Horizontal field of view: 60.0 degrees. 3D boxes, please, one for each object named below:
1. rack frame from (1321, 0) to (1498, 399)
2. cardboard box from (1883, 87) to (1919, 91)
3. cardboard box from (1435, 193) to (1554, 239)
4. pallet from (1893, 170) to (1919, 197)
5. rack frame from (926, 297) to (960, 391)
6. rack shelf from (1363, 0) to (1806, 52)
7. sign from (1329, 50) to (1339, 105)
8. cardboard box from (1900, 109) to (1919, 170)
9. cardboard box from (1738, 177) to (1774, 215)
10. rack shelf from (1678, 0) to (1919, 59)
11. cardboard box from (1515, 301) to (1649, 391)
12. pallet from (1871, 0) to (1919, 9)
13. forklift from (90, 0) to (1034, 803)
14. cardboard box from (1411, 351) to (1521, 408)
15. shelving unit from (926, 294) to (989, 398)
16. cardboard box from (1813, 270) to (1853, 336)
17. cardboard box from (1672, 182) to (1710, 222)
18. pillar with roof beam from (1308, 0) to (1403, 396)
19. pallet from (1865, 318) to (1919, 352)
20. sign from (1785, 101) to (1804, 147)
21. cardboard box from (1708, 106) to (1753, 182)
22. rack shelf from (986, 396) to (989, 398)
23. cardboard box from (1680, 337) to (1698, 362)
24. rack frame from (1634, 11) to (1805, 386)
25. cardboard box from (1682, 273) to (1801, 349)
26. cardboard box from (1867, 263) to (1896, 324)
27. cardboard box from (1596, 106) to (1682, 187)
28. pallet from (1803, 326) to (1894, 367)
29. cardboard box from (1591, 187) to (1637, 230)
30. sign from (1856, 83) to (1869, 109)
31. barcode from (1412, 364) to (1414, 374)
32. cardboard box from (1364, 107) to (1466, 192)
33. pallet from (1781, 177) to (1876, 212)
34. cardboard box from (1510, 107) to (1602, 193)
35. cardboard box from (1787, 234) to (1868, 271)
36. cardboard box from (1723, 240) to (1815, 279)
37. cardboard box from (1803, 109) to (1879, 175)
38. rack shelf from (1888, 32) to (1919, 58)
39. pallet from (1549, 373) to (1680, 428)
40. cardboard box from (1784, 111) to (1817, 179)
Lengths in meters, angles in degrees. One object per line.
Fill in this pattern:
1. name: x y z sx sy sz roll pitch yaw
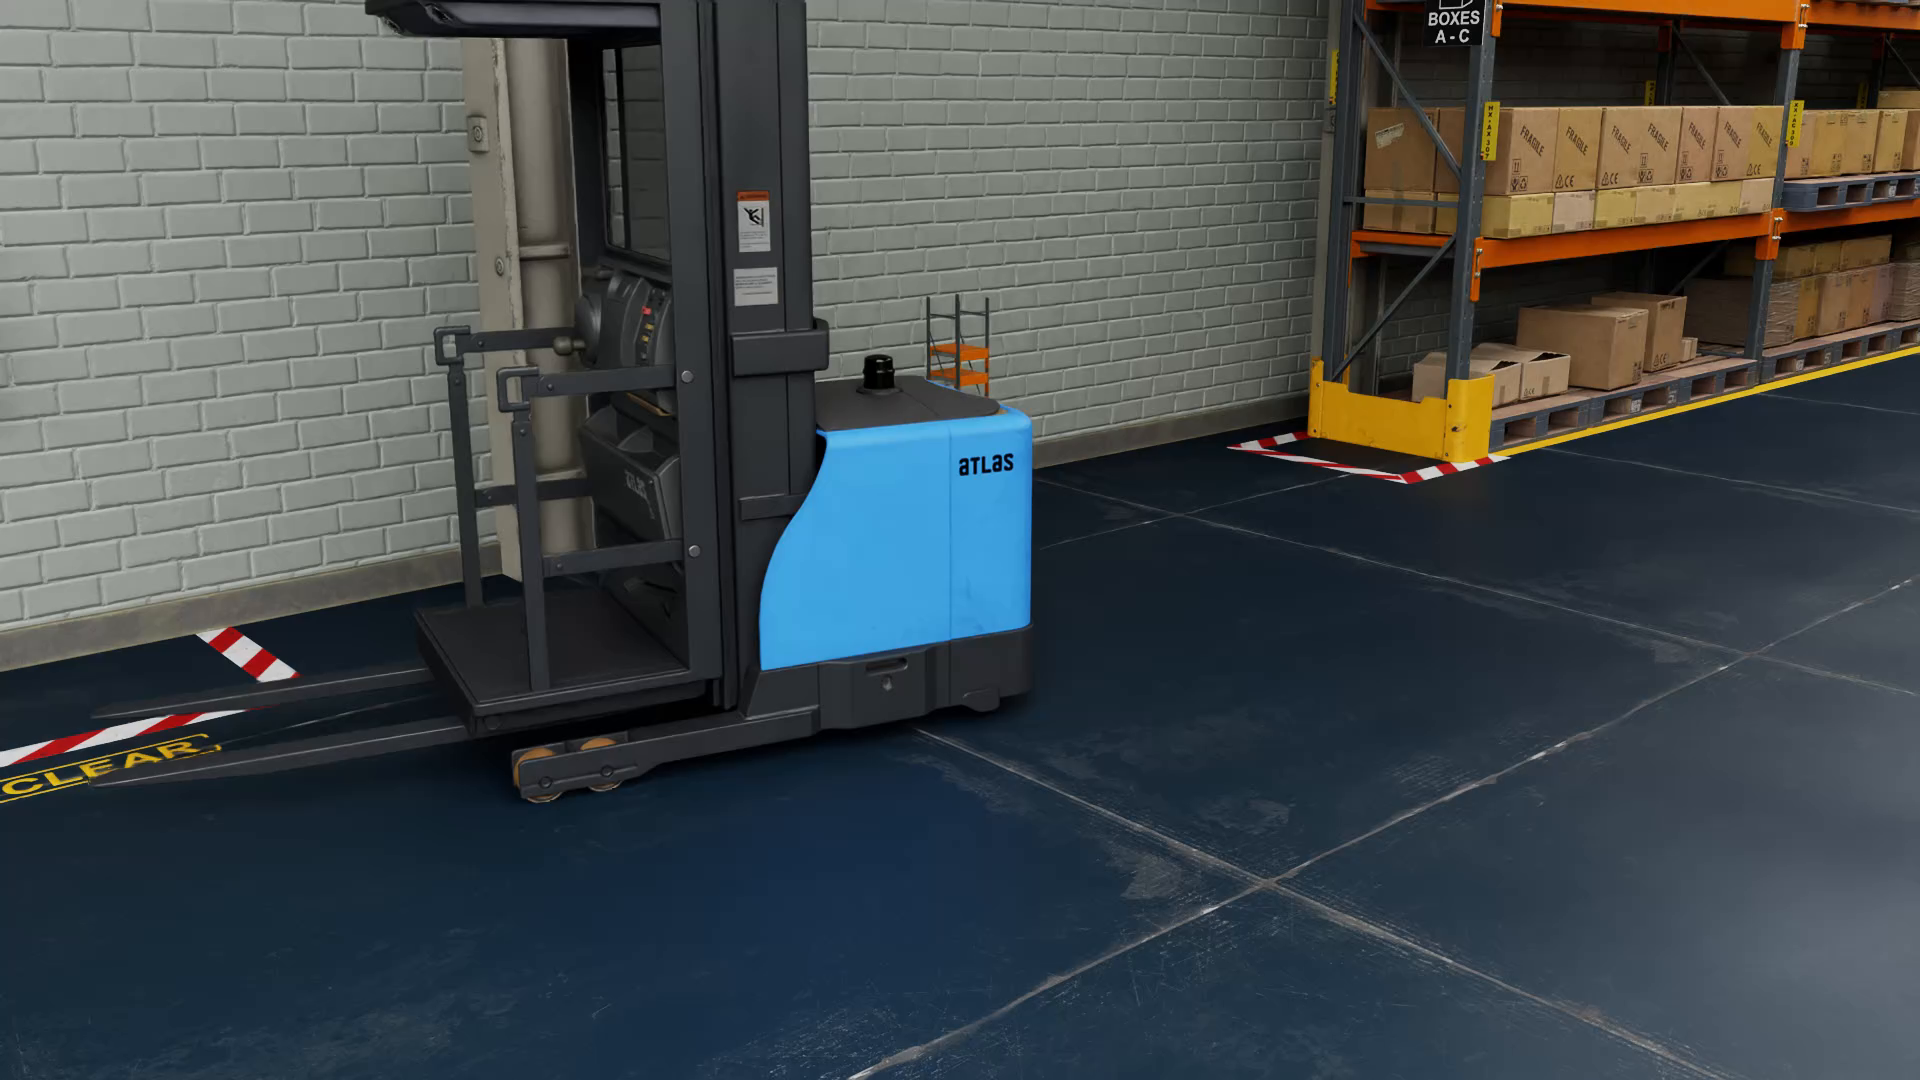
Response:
1. rack frame: 2.684 -2.034 10.054 0.127 3.000 1.000 -13 19 -39
2. cardboard box: 8.891 -4.081 15.453 0.500 0.250 0.500 -12 19 -38
3. cardboard box: 3.261 -1.992 10.149 0.500 0.250 0.500 -13 20 -41
4. pallet: 8.252 -3.155 14.622 1.003 0.211 1.213 -13 19 -39
5. rack frame: -0.080 -0.562 8.028 0.006 1.200 0.240 -13 19 -39
6. rack shelf: 4.193 -3.475 11.028 4.000 0.370 1.077 -13 19 -39
7. sign: 2.335 -2.858 10.281 0.005 0.325 0.100 -13 19 -39
8. cardboard box: 7.967 -3.469 14.378 0.700 0.500 0.500 14 20 42
9. cardboard box: 5.543 -2.510 12.086 0.500 0.250 0.500 -13 19 -39
10. rack shelf: 7.210 -4.152 13.565 4.000 0.370 1.077 -13 19 -39
11. cardboard box: 4.282 -1.350 11.483 0.500 0.500 0.700 -14 21 -43
12. pallet: 7.018 -4.331 13.202 1.003 0.211 1.213 -13 19 -39
13. forklift: -1.285 -0.751 5.383 3.031 2.935 1.130 -8 17 -26
14. cardboard box: 3.265 -1.048 10.717 0.500 0.311 0.500 13 20 41
15. shelving unit: -0.011 -0.577 8.086 0.189 1.200 0.258 -13 19 -39
16. cardboard box: 7.014 -2.021 13.994 0.500 0.500 0.700 -12 19 -39
17. cardboard box: 4.793 -2.339 11.446 0.500 0.250 0.500 -13 20 -40
18. pillar with roof beam: 5.470 -4.382 7.216 0.400 9.000 9.100 -13 19 -39
19. pallet: 8.129 -1.910 14.993 1.213 0.211 1.003 -13 19 -39
20. sign: 6.064 -3.026 12.088 0.005 0.325 0.100 -13 19 -39
21. cardboard box: 5.175 -2.786 11.665 0.500 0.500 0.500 -13 20 -40
22. rack shelf: -0.011 -0.650 8.066 0.180 0.103 0.258 -13 19 -39
23. cardboard box: 5.318 -1.459 12.538 0.380 0.166 0.250 13 20 40
24. rack frame: 5.702 -2.712 12.591 0.127 3.000 1.000 -13 19 -39
25. cardboard box: 6.246 -1.845 13.335 0.500 0.500 0.700 -12 19 -38
26. cardboard box: 7.745 -2.198 14.657 0.500 0.500 0.700 -13 20 -39
27. cardboard box: 4.397 -2.614 11.023 0.500 0.500 0.500 -12 19 -38
28. pallet: 7.209 -1.705 14.223 1.213 0.211 1.003 -13 19 -39
29. cardboard box: 4.031 -2.168 10.807 0.500 0.250 0.500 -13 20 -40
30. sign: 8.352 -4.056 15.380 0.005 0.325 0.100 -13 19 -39
31. barcode: 3.016 -1.133 11.019 0.075 0.075 0.001 -13 19 -39
32. cardboard box: 2.900 -2.455 10.428 0.500 0.500 0.500 -13 20 -40
33. pallet: 6.374 -2.720 12.994 1.213 0.211 1.003 -13 19 -39
34. cardboard box: 3.621 -2.438 10.364 0.500 0.500 0.500 -13 19 -39
35. cardboard box: 7.354 -2.452 14.156 0.500 0.250 0.500 -13 20 -40
36. cardboard box: 6.576 -2.282 13.520 0.500 0.250 0.500 -13 20 -41
37. cardboard box: 7.011 -3.263 13.608 0.500 0.500 0.700 -10 18 -32
38. rack shelf: 10.228 -4.830 16.101 4.000 0.370 1.077 -13 19 -39
39. pallet: 4.297 -1.036 11.721 1.213 0.211 1.003 -13 19 -39
40. cardboard box: 6.108 -3.052 12.819 0.500 0.500 0.700 -13 19 -39
